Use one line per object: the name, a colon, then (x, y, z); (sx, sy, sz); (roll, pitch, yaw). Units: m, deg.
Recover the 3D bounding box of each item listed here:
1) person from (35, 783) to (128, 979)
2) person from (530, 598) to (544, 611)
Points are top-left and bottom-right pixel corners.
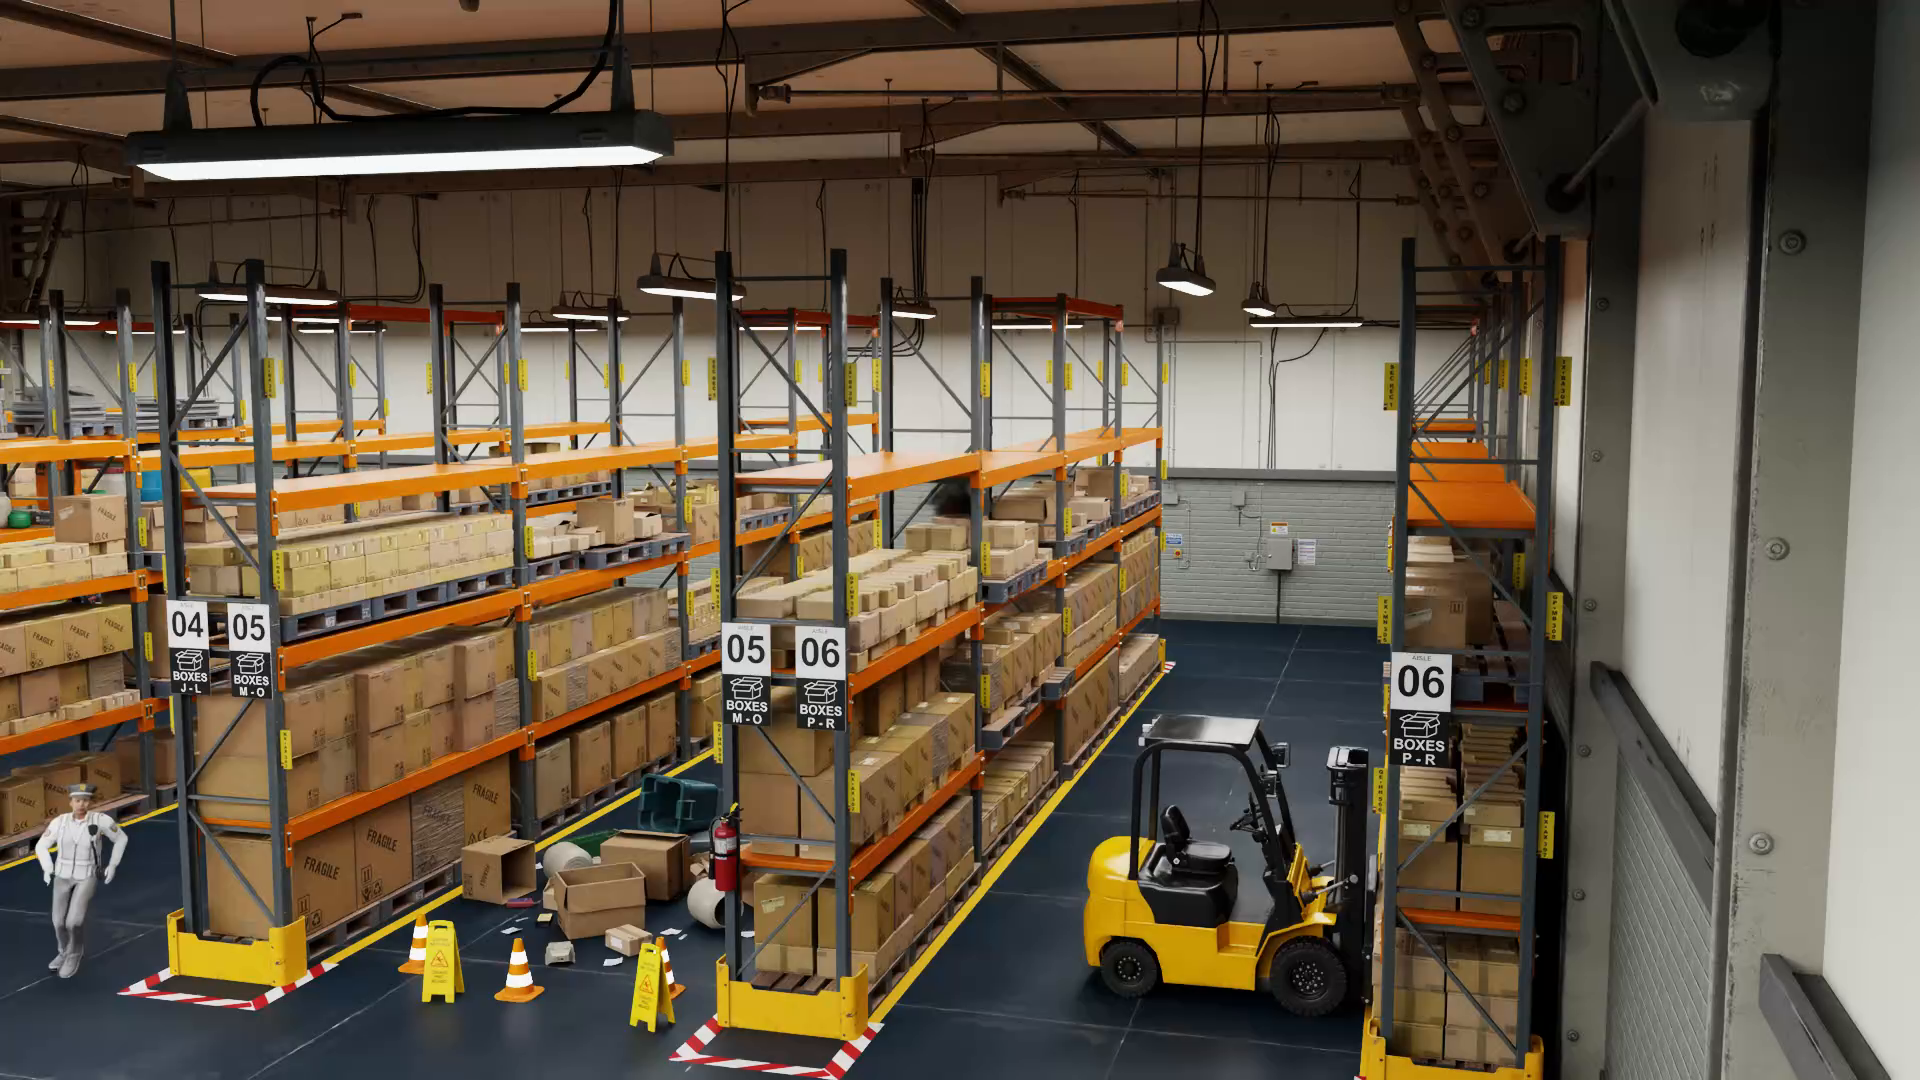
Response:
person: (-7.450, 2.863, 14.071); (0.673, 1.659, 0.612); (-1, 6, -10)
person: (-6.432, 1.648, 25.444); (0.591, 1.743, 0.780); (2, 6, 14)
